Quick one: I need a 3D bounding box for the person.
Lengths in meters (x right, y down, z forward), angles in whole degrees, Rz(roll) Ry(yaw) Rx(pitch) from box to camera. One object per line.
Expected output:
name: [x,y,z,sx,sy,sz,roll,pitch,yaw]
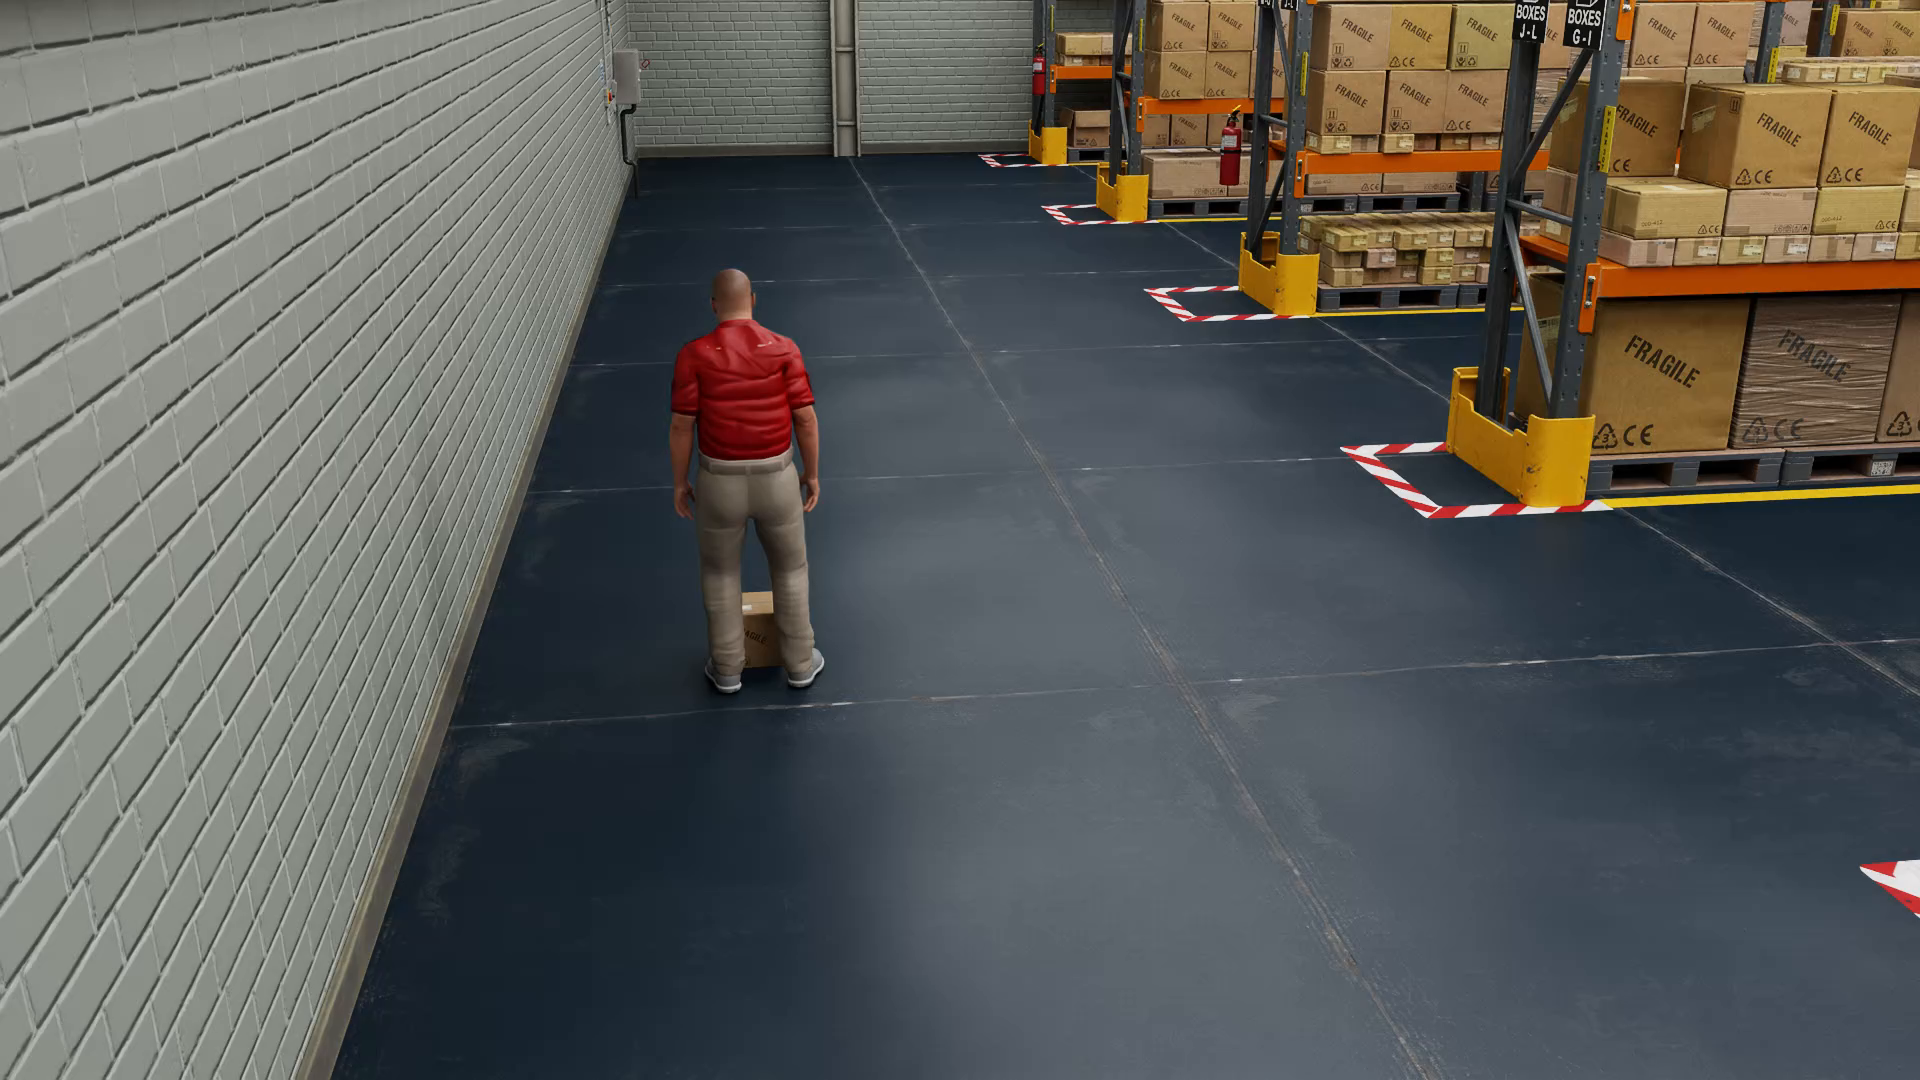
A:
person: [-0.859,-0.222,6.708,0.594,1.726,0.386,-3,20,-9]
